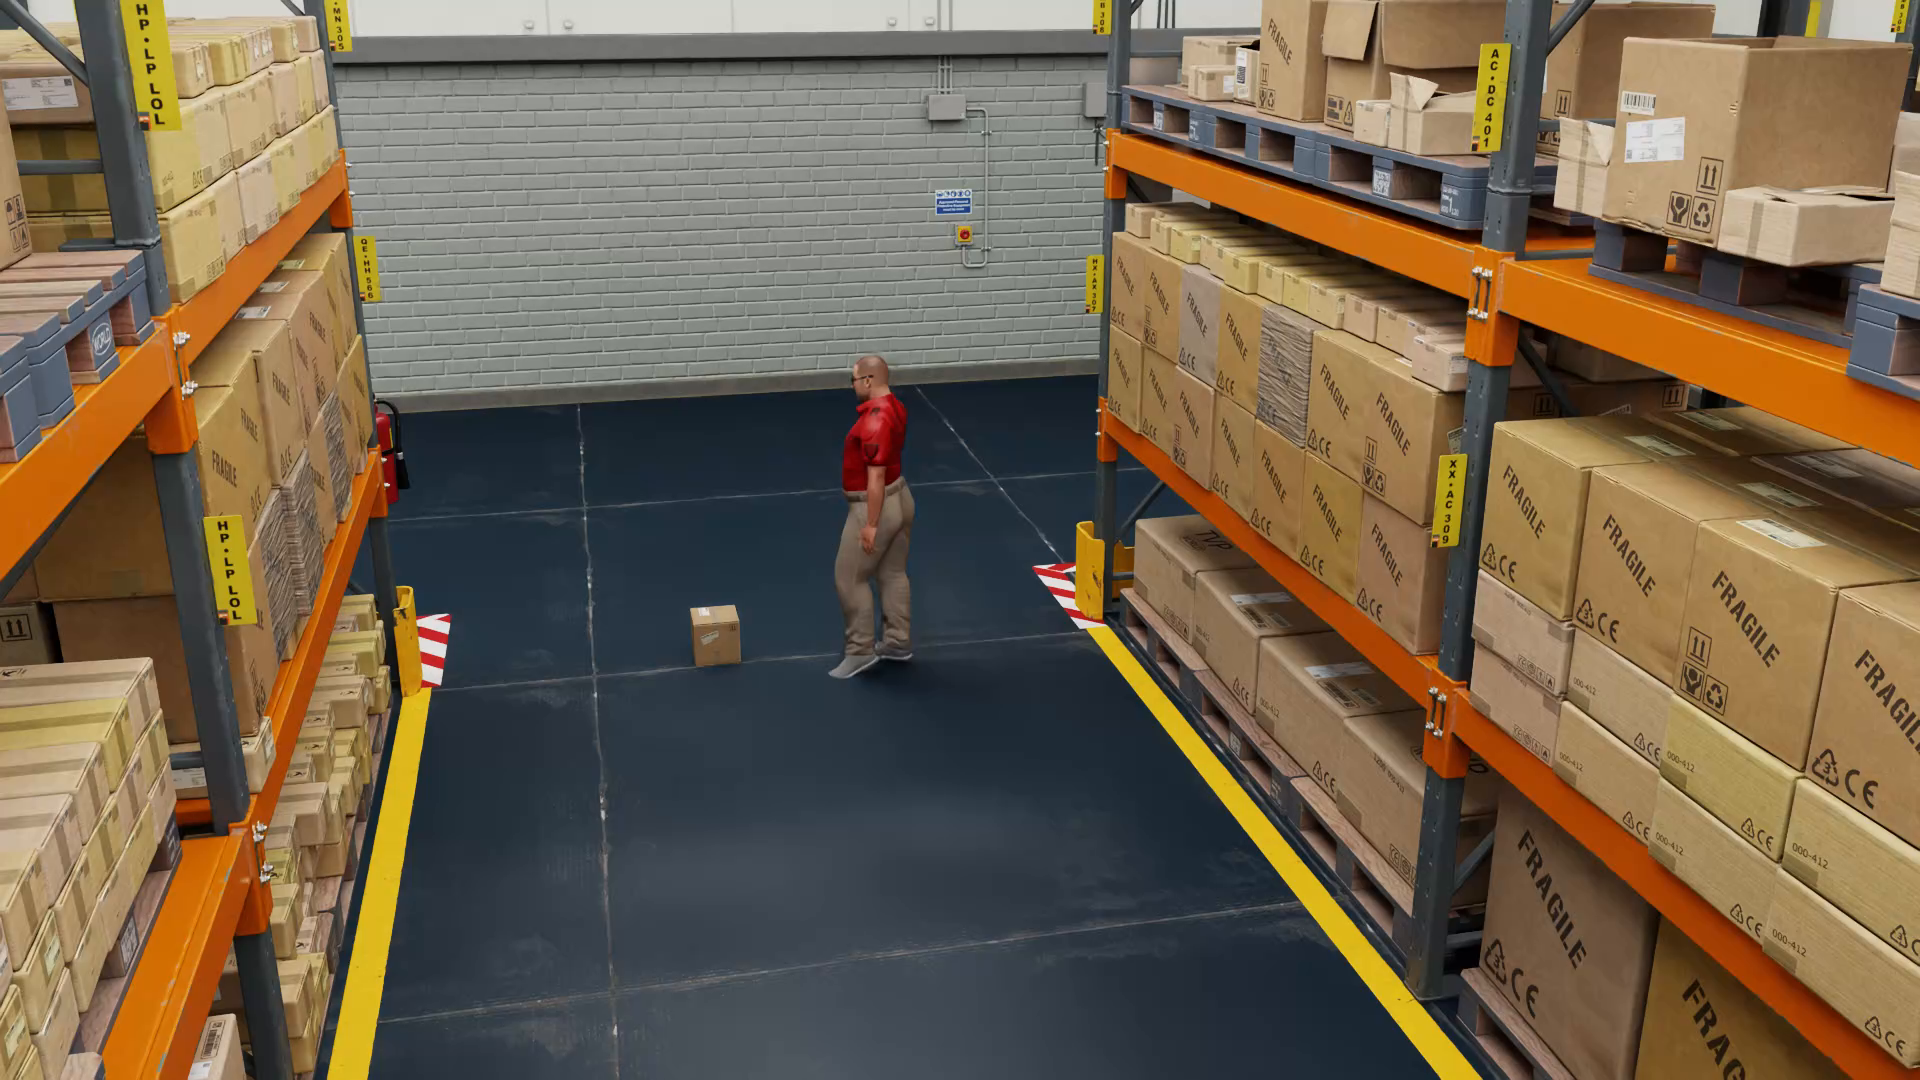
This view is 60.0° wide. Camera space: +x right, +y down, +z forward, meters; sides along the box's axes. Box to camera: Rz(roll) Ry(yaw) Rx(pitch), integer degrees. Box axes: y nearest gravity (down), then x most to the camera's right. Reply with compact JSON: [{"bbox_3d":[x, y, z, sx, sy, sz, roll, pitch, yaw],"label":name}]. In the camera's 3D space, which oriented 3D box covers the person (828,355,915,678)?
[{"bbox_3d":[-0.474,-0.115,8.989,0.419,1.798,0.553,7,21,18],"label":"person"}]
